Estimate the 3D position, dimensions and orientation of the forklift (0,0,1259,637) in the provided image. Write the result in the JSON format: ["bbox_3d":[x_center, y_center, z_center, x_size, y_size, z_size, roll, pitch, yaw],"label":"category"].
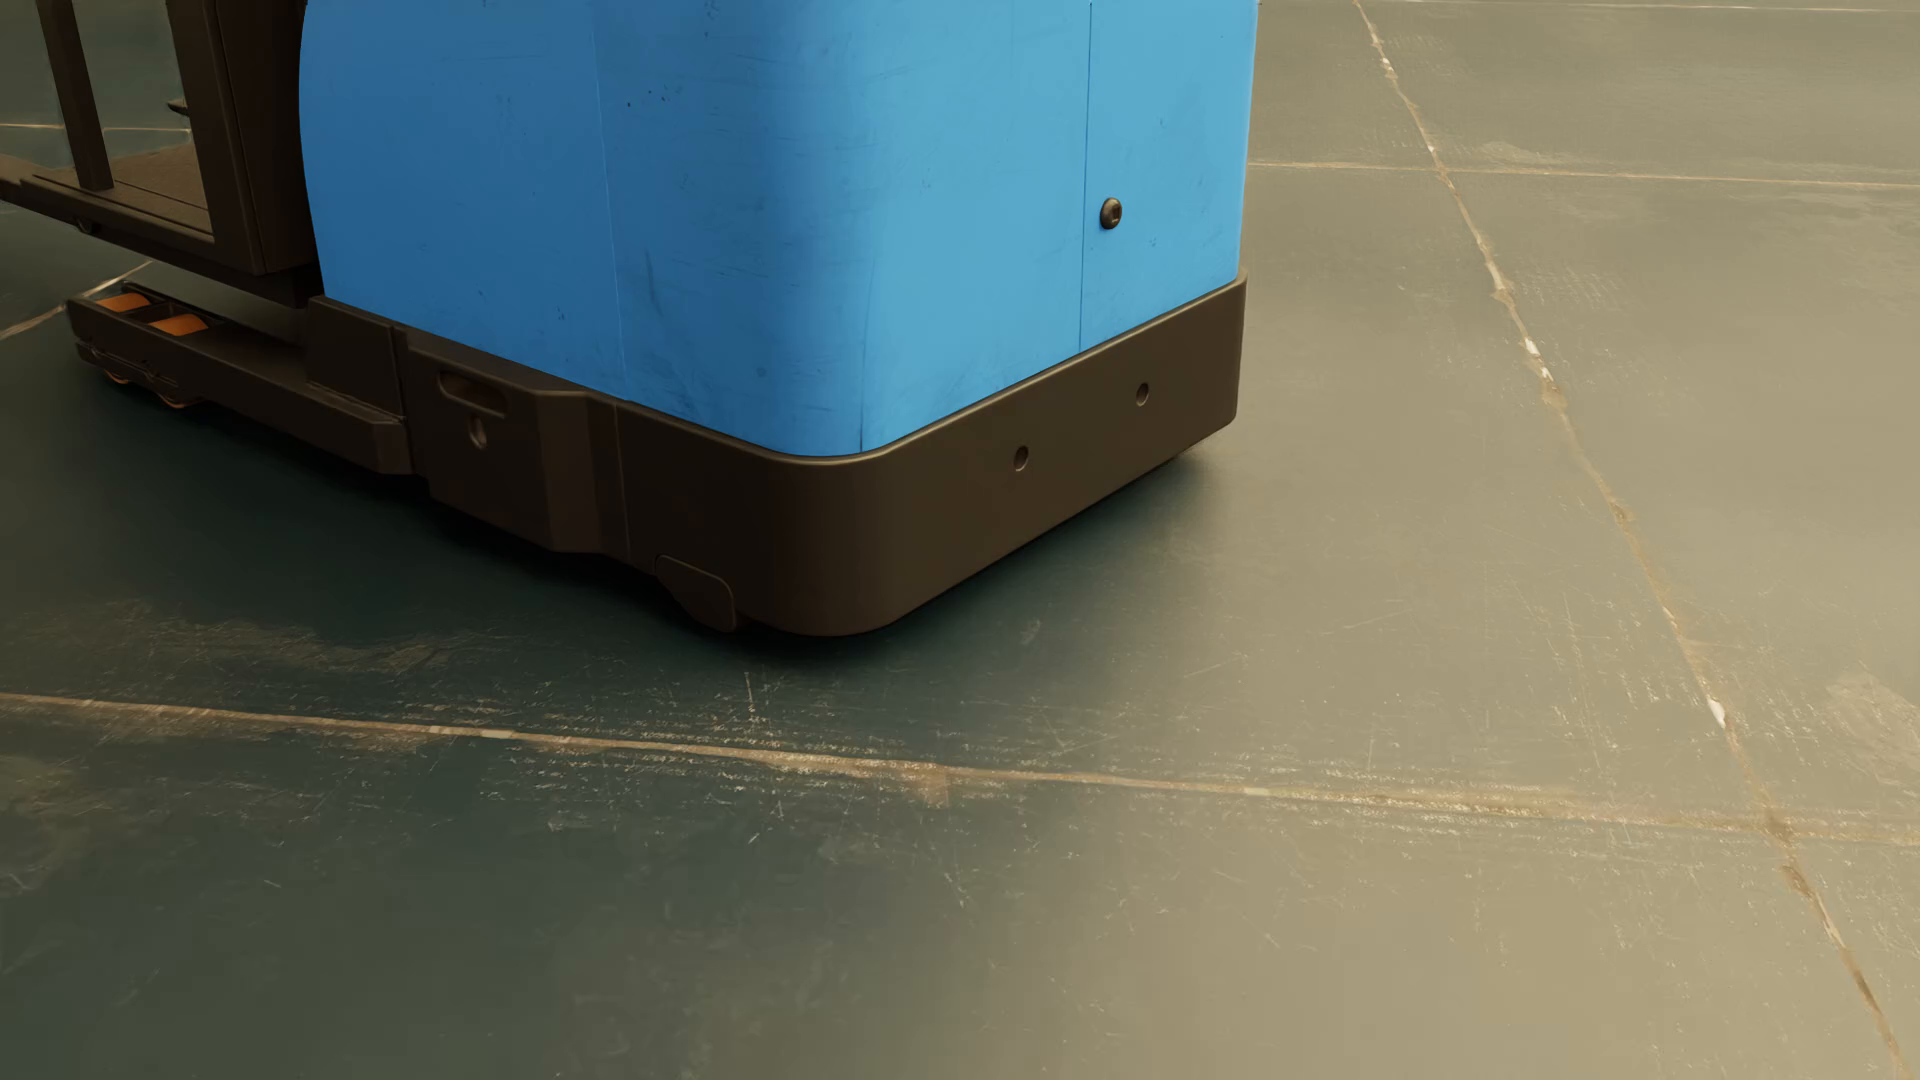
[{"bbox_3d":[-1.008,-1.709,2.643,3.031,2.935,1.130,20,33,34],"label":"forklift"}]
